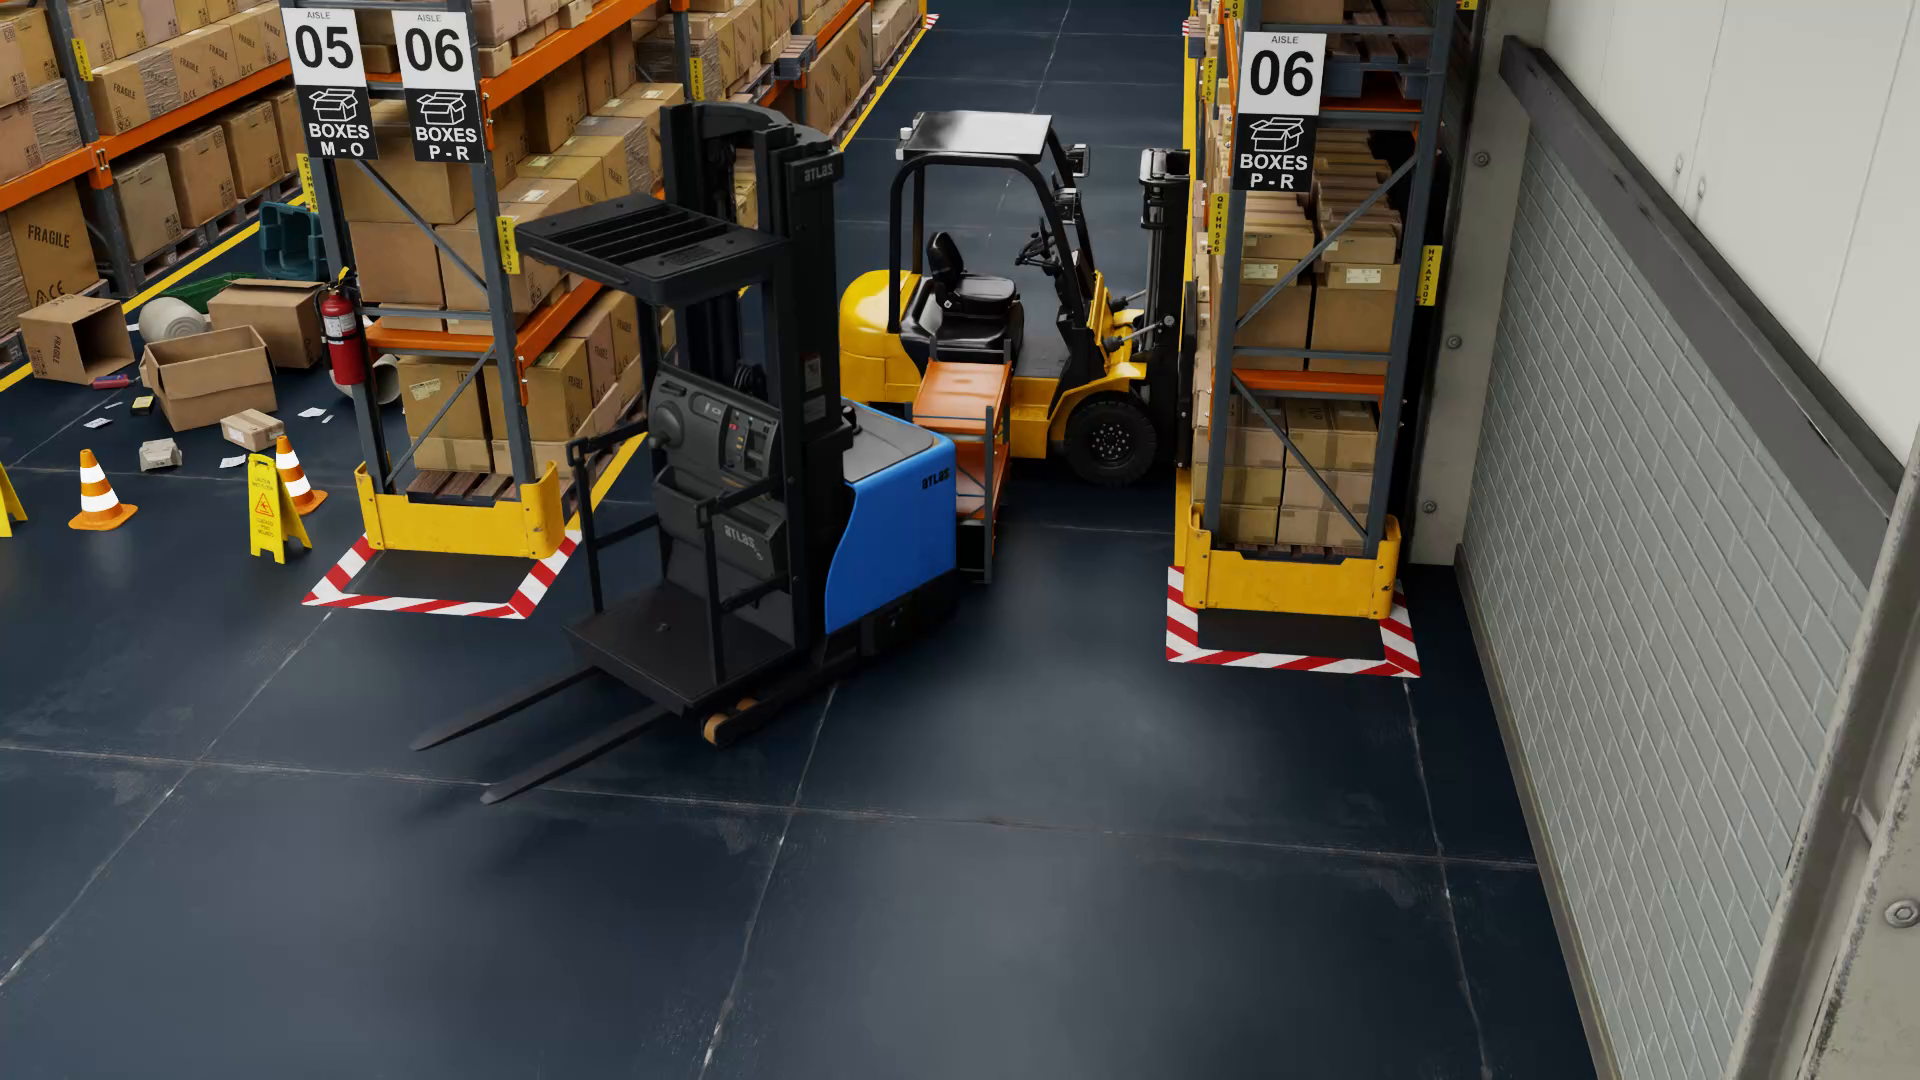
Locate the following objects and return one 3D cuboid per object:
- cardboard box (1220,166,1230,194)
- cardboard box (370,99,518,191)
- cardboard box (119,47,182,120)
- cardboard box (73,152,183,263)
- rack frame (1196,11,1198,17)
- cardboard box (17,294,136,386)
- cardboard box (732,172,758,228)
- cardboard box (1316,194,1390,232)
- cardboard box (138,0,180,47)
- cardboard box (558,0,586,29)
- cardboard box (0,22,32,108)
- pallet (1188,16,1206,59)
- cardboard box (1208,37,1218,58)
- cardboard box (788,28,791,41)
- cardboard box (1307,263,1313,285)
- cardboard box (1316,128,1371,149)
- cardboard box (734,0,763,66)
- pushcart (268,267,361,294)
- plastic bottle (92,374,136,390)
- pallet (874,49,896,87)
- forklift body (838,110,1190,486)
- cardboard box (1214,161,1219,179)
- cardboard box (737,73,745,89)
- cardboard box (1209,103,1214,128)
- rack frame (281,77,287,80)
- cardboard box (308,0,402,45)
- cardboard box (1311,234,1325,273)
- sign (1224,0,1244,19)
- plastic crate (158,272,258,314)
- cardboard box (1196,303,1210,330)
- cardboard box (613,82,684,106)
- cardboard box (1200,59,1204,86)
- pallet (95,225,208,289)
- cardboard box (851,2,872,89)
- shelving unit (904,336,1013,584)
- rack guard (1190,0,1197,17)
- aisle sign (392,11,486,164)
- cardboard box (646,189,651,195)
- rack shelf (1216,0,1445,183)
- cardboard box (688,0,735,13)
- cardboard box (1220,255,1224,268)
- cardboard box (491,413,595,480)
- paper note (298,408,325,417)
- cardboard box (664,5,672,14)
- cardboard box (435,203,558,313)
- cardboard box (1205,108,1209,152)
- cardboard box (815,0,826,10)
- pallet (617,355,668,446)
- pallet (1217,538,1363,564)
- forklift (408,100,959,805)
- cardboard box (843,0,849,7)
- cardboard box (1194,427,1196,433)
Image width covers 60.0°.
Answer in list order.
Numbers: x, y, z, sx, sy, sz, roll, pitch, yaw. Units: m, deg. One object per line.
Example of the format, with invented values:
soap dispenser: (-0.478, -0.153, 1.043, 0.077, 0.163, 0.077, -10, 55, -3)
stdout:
cardboard box: (1.750, -2.119, 9.918, 0.380, 0.149, 0.250, 4, 29, 7)
cardboard box: (-3.126, -2.386, 10.043, 0.700, 0.500, 0.500, 4, 29, 7)
cardboard box: (-7.084, -3.917, 14.252, 0.500, 0.500, 0.500, 4, 29, 7)
cardboard box: (-7.490, -2.895, 14.390, 1.050, 0.750, 0.750, 3, 28, 6)
rack frame: (3.845, -8.525, 22.911, 1.000, 3.000, 0.127, 3, 28, 6)
cardboard box: (-6.648, -1.513, 12.529, 0.500, 0.500, 0.500, 8, 29, 15)
cardboard box: (-2.322, -3.104, 15.177, 0.950, 0.372, 0.625, 4, 29, 8)
cardboard box: (2.222, -1.846, 9.411, 0.380, 0.149, 0.250, 4, 29, 7)
cardboard box: (-7.298, -4.601, 14.469, 0.700, 0.500, 0.500, 4, 29, 7)
cardboard box: (-2.524, -3.236, 10.196, 0.380, 0.149, 0.250, 4, 29, 7)
cardboard box: (-7.508, -3.507, 12.301, 0.875, 0.550, 0.550, 3, 28, 6)
pallet: (2.879, -4.998, 16.567, 1.213, 0.211, 1.003, 3, 28, 6)
cardboard box: (2.279, -4.112, 13.931, 0.380, 0.149, 0.250, 3, 28, 5)
cardboard box: (-1.829, -4.822, 15.860, 0.380, 0.149, 0.250, 4, 29, 7)
cardboard box: (2.263, -1.501, 9.768, 0.500, 0.500, 0.500, 4, 29, 8)
cardboard box: (2.447, -2.568, 10.751, 0.380, 0.149, 0.250, 3, 28, 6)
cardboard box: (-2.022, -4.437, 14.462, 0.500, 0.500, 0.500, 2, 28, 4)
pushcart: (-4.821, -2.118, 13.783, 1.648, 0.377, 0.936, -6, 29, -11)
plastic bottle: (-6.285, -1.179, 12.374, 0.283, 0.061, 0.133, -6, 29, -11)
pallet: (-1.401, -6.055, 21.266, 1.003, 0.211, 1.213, 3, 28, 6)
forklift body: (0.307, -1.618, 10.986, 2.313, 2.155, 1.214, 3, 28, 6)
cardboard box: (1.953, -2.242, 11.144, 0.500, 0.500, 0.500, 3, 28, 6)
cardboard box: (-2.067, -3.969, 14.277, 0.380, 0.149, 0.250, 4, 29, 7)
cardboard box: (2.182, -3.276, 12.800, 0.500, 0.250, 0.500, 3, 28, 5)
rack frame: (-6.987, -5.286, 16.899, 1.000, 3.000, 0.127, 3, 28, 6)
cardboard box: (-3.246, -2.922, 9.193, 0.500, 0.250, 0.500, 3, 28, 6)
cardboard box: (2.151, -1.588, 9.245, 0.380, 0.149, 0.250, 3, 28, 6)
sign: (1.348, -2.707, 8.099, 0.100, 0.325, 0.005, 3, 28, 6)
plastic crate: (-6.198, -2.033, 13.764, 0.450, 0.188, 0.662, 9, 28, 37)
cardboard box: (1.810, -1.360, 11.014, 0.500, 0.250, 0.500, 3, 28, 5)
cardboard box: (-2.359, -3.114, 12.449, 0.500, 0.500, 0.500, 3, 28, 5)
cardboard box: (3.017, -5.261, 19.045, 0.500, 0.500, 0.500, 3, 28, 6)
pallet: (-7.457, -2.543, 14.748, 1.003, 0.211, 1.213, 3, 28, 6)
cardboard box: (-1.568, -5.882, 19.802, 0.875, 0.875, 0.875, 4, 29, 8)
shelving unit: (0.001, -0.498, 9.989, 0.538, 1.125, 1.048, 3, 28, 6)
rack guard: (3.836, -7.389, 23.438, 1.175, 0.500, 0.348, 3, 28, 6)
aisle sign: (-2.742, -2.377, 8.759, 0.394, 0.787, 0.004, 3, 28, 6)
cardboard box: (-2.410, -2.405, 11.816, 0.380, 0.149, 0.250, 3, 28, 5)
rack shelf: (2.130, -2.939, 10.138, 1.077, 0.370, 4.000, 3, 28, 6)
cardboard box: (-2.112, -4.527, 13.944, 0.380, 0.149, 0.250, 5, 29, 9)
cardboard box: (1.651, -1.625, 9.314, 0.380, 0.149, 0.250, 4, 29, 7)
cardboard box: (-2.668, -0.618, 10.691, 0.500, 0.250, 0.500, 3, 28, 6)
paper note: (-4.648, -0.920, 11.937, 0.148, 0.019, 0.142, 14, 31, 24)
cardboard box: (-2.594, -4.230, 14.077, 0.500, 0.500, 0.500, 4, 29, 8)
cardboard box: (-2.708, -1.662, 9.753, 0.500, 0.500, 0.500, 3, 28, 5)
cardboard box: (2.233, -3.300, 13.370, 0.500, 0.250, 0.500, 3, 28, 6)
cardboard box: (-1.690, -5.667, 17.238, 0.500, 0.250, 0.500, 4, 29, 7)
pallet: (-2.746, -1.041, 11.960, 1.003, 0.211, 1.213, 3, 28, 6)
pallet: (1.937, -0.128, 10.265, 1.003, 0.211, 1.213, 3, 28, 6)
forklift: (-1.373, -0.527, 8.139, 1.130, 2.935, 3.031, 24, 36, 37)
cardboard box: (-1.520, -6.161, 18.681, 0.500, 0.250, 0.500, 3, 28, 5)
cardboard box: (1.707, -0.671, 10.261, 0.500, 0.250, 0.500, 3, 28, 6)
